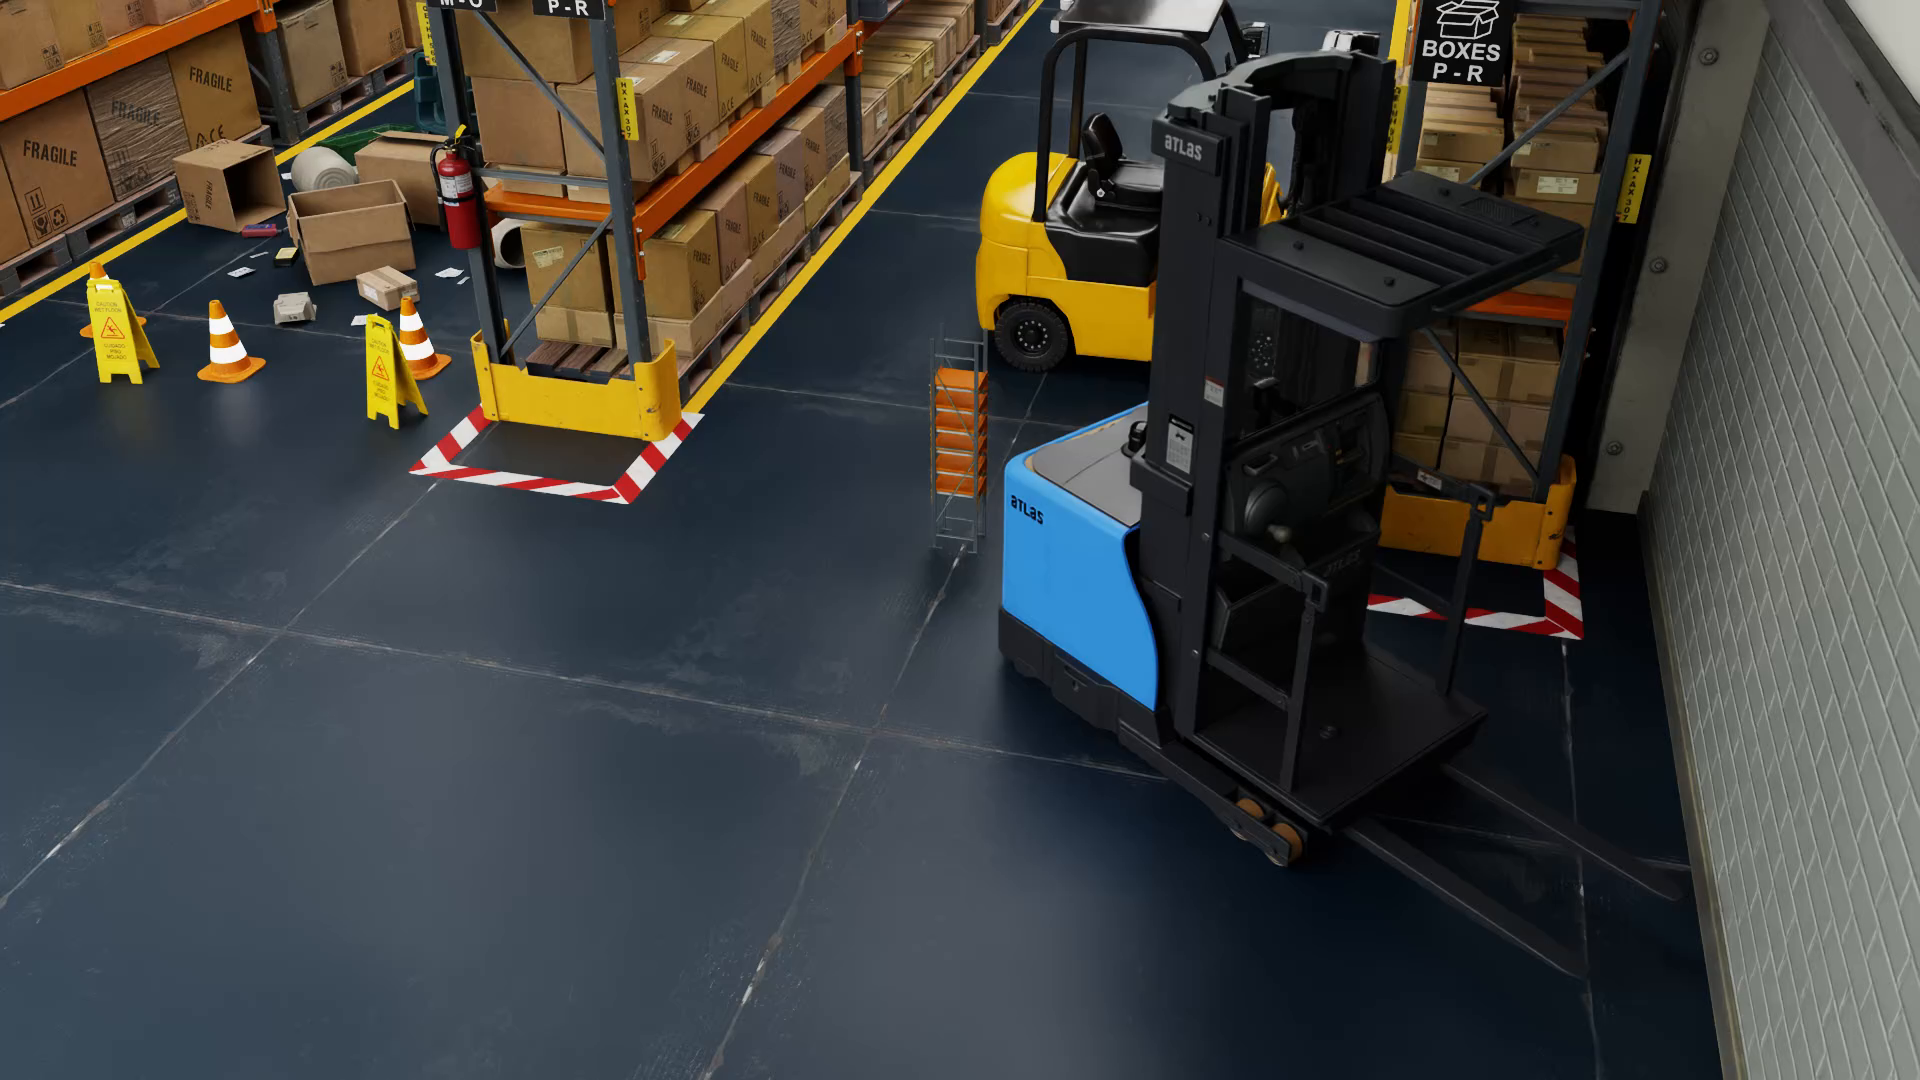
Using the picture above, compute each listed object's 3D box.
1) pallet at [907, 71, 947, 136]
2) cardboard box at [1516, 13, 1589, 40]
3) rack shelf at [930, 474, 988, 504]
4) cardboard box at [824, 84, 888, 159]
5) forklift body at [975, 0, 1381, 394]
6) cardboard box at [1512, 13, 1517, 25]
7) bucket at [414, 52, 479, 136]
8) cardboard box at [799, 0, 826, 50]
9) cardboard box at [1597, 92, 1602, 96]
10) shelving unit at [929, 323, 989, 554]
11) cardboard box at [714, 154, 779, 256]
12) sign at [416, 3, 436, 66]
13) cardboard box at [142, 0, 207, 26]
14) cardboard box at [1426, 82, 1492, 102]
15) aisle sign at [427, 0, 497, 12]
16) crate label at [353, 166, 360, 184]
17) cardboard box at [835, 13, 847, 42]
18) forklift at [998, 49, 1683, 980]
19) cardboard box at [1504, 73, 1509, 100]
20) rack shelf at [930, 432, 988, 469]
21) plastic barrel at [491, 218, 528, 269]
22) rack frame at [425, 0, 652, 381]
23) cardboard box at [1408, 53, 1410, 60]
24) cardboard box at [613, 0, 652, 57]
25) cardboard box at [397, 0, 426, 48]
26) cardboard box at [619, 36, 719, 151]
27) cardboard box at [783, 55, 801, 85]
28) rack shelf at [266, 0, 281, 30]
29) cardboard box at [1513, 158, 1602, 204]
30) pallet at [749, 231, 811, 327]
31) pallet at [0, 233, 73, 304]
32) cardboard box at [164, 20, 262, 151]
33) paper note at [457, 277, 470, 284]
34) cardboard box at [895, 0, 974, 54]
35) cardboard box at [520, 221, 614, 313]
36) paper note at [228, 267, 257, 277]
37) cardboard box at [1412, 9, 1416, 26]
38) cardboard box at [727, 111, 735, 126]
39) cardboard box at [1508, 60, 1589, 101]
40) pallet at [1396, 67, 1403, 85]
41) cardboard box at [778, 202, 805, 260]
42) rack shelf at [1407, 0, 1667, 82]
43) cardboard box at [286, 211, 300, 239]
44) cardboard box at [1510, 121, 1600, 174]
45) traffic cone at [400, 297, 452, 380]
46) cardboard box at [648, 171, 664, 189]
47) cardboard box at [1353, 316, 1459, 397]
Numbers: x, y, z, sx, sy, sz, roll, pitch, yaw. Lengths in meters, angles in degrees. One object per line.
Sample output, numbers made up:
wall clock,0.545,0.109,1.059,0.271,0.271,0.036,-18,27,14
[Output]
pallet,-0.746,-3.897,14.683,1.003,0.211,1.213,8,33,12
cardboard box,3.407,-2.935,9.596,0.380,0.149,0.250,8,33,12
rack shelf,-0.004,-0.259,8.569,0.258,0.103,0.180,8,33,12
cardboard box,-1.120,-3.375,13.321,0.950,0.372,0.625,8,33,13
forklift body,1.253,-2.159,10.142,2.313,2.155,1.214,8,33,12
cardboard box,3.614,-3.204,10.296,0.380,0.149,0.250,9,33,14
bucket,-3.868,-3.532,13.144,0.726,0.611,0.620,20,28,29
cardboard box,-1.246,-3.670,11.356,0.500,0.500,0.500,9,34,14
cardboard box,3.269,-2.399,9.030,0.380,0.149,0.250,9,34,14
shelving unit,-0.004,-0.499,8.416,0.258,1.200,0.189,8,33,12
cardboard box,-1.524,-2.217,10.913,0.500,0.500,0.500,9,33,13
sign,-2.797,-2.667,8.775,0.100,0.325,0.005,8,33,12
cardboard box,-6.264,-4.238,12.480,0.875,0.550,0.550,8,33,12
cardboard box,2.497,-2.213,8.460,0.380,0.149,0.250,9,33,13
aisle sign,-2.562,-3.063,8.349,0.394,0.787,0.004,8,33,12
crate label,-4.684,-2.883,13.157,0.298,0.136,0.250,-14,35,-21
cardboard box,-1.037,-3.720,12.040,0.380,0.149,0.250,8,33,12
forklift,1.502,-0.235,6.387,1.130,2.935,3.031,-24,39,-32
cardboard box,3.302,-2.342,9.545,0.500,0.500,0.500,9,33,13
rack shelf,-0.004,-0.461,8.440,0.258,0.103,0.180,8,33,12
plastic barrel,-3.206,-2.150,11.737,0.421,0.421,0.512,-21,38,-29
rack frame,-2.265,-1.959,9.035,1.000,3.000,0.127,8,33,12
cardboard box,2.943,-2.673,10.065,0.500,0.500,0.500,8,33,12
cardboard box,-2.211,-3.105,9.536,0.700,0.500,0.500,8,33,13
cardboard box,-5.509,-5.202,15.842,1.050,0.750,0.750,9,33,13
cardboard box,-1.748,-2.604,9.679,0.500,0.500,0.500,9,34,14
cardboard box,-1.292,-3.193,11.210,0.380,0.149,0.250,8,33,12
rack shelf,-5.556,-5.390,15.104,1.077,0.370,4.000,8,33,12
cardboard box,2.874,-1.742,7.996,0.380,0.149,0.250,7,33,11
pallet,-1.694,-1.869,11.494,1.003,0.211,1.213,8,33,12
pallet,-6.952,-1.829,11.430,1.003,0.211,1.213,8,33,12
cardboard box,-6.291,-3.620,13.237,0.875,0.875,0.875,9,33,13
paper note,-3.459,-1.808,11.585,0.032,0.001,0.123,8,33,12
cardboard box,-0.388,-4.887,15.699,0.950,0.372,0.625,6,33,9
cardboard box,-2.314,-1.743,10.169,0.500,0.500,0.500,8,33,13
paper note,-5.049,-1.888,11.692,0.144,0.017,0.142,20,38,29
cardboard box,2.979,-3.155,10.220,0.380,0.149,0.250,9,33,13
cardboard box,-1.632,-2.670,10.388,0.380,0.149,0.250,9,34,14
cardboard box,3.101,-2.408,8.767,0.380,0.149,0.250,9,34,14
pallet,4.320,-3.838,14.590,1.003,0.211,1.213,8,33,12
cardboard box,-1.399,-2.167,11.534,0.500,0.250,0.500,9,33,13
rack shelf,3.044,-3.285,8.996,1.077,0.370,4.000,8,33,12
cardboard box,-4.719,-2.359,12.214,0.396,0.266,0.258,14,35,21
cardboard box,2.829,-1.872,7.923,0.380,0.149,0.250,7,33,11
traffic cone,-3.404,-1.287,10.343,0.336,0.463,0.334,8,33,12
cardboard box,-1.929,-2.134,9.545,0.380,0.149,0.250,9,33,13
cardboard box,2.352,-1.005,8.775,0.500,0.250,0.500,9,34,14
